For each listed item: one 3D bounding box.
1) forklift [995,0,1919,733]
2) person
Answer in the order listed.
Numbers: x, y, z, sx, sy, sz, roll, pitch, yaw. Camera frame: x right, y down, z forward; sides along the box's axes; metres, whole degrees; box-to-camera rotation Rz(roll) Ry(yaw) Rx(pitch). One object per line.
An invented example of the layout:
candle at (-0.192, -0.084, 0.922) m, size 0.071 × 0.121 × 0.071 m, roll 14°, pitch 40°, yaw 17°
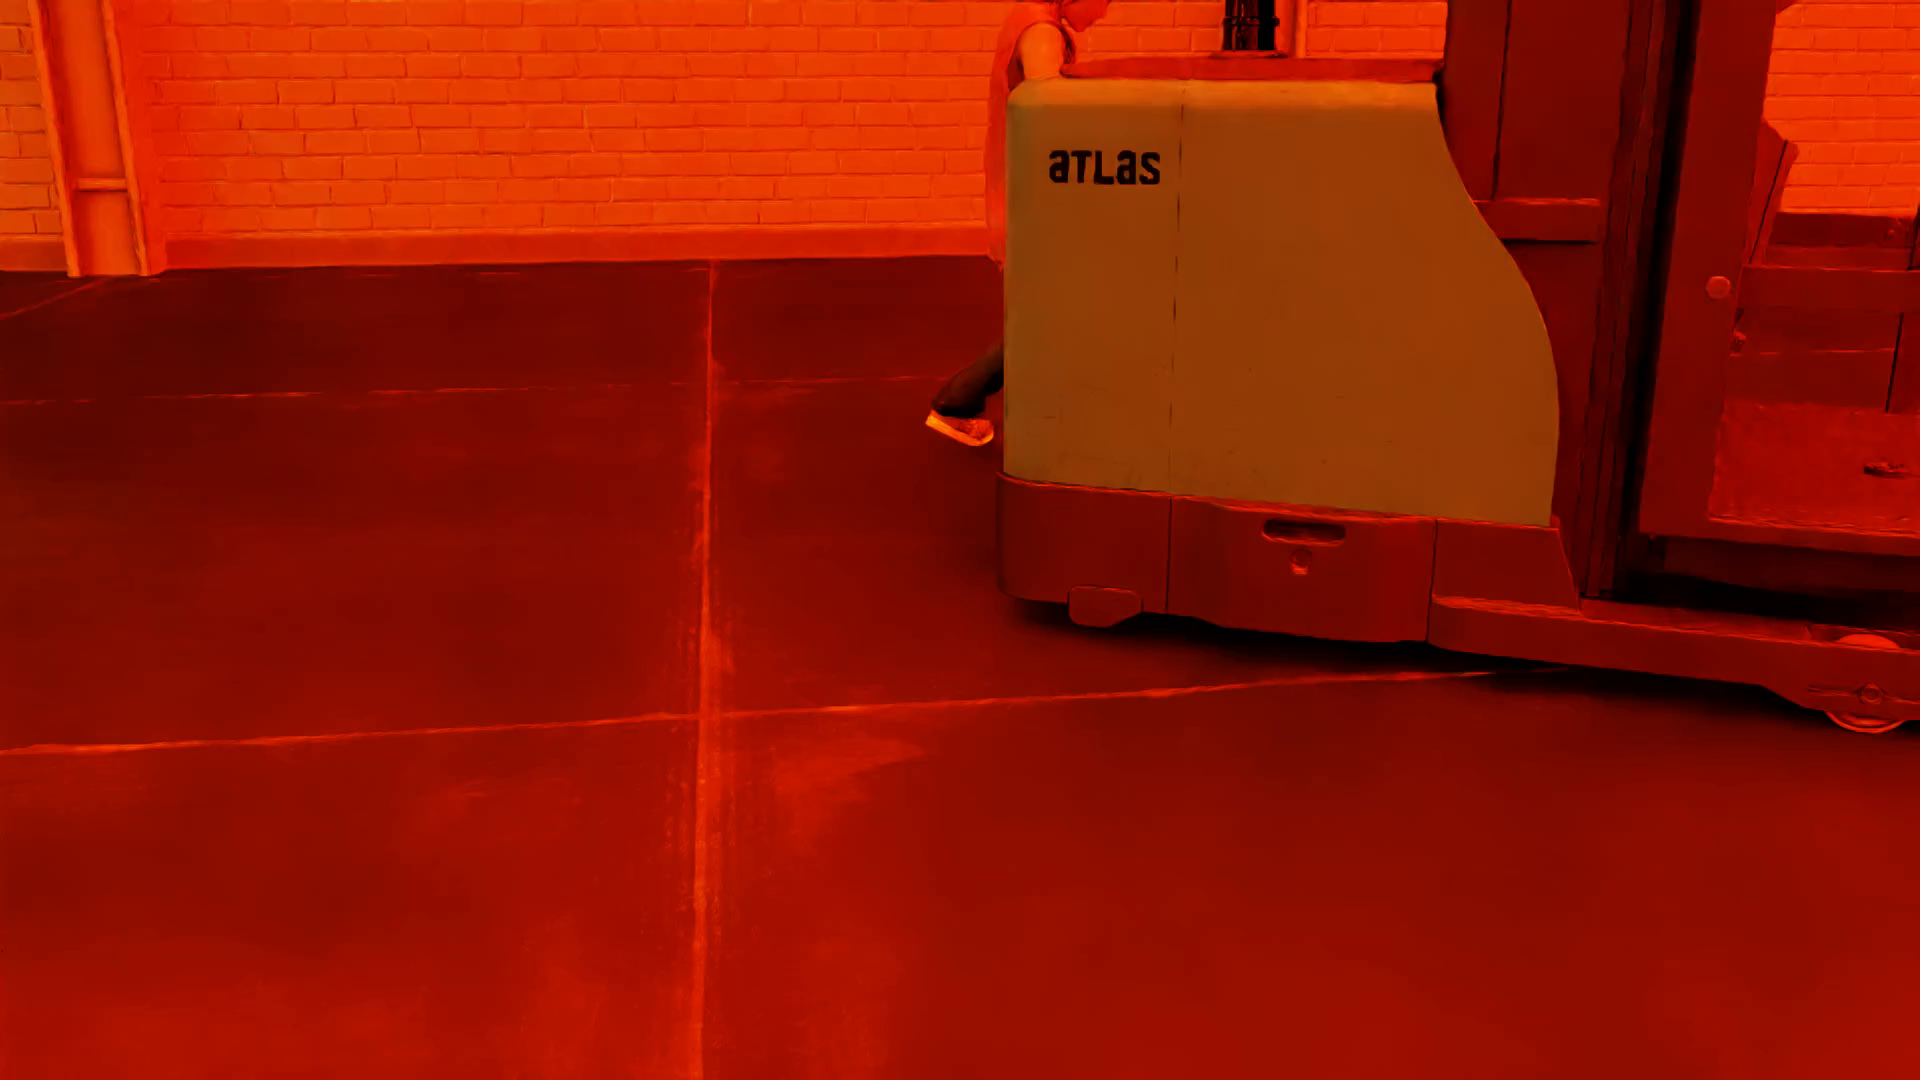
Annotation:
forklift at (1.646, -1.226, 2.953) m, size 3.031 × 2.935 × 1.130 m, roll 6°, pitch 18°, yaw 18°
person at (0.335, -0.819, 4.243) m, size 0.869 × 1.411 × 1.085 m, roll 0°, pitch 17°, yaw 0°
